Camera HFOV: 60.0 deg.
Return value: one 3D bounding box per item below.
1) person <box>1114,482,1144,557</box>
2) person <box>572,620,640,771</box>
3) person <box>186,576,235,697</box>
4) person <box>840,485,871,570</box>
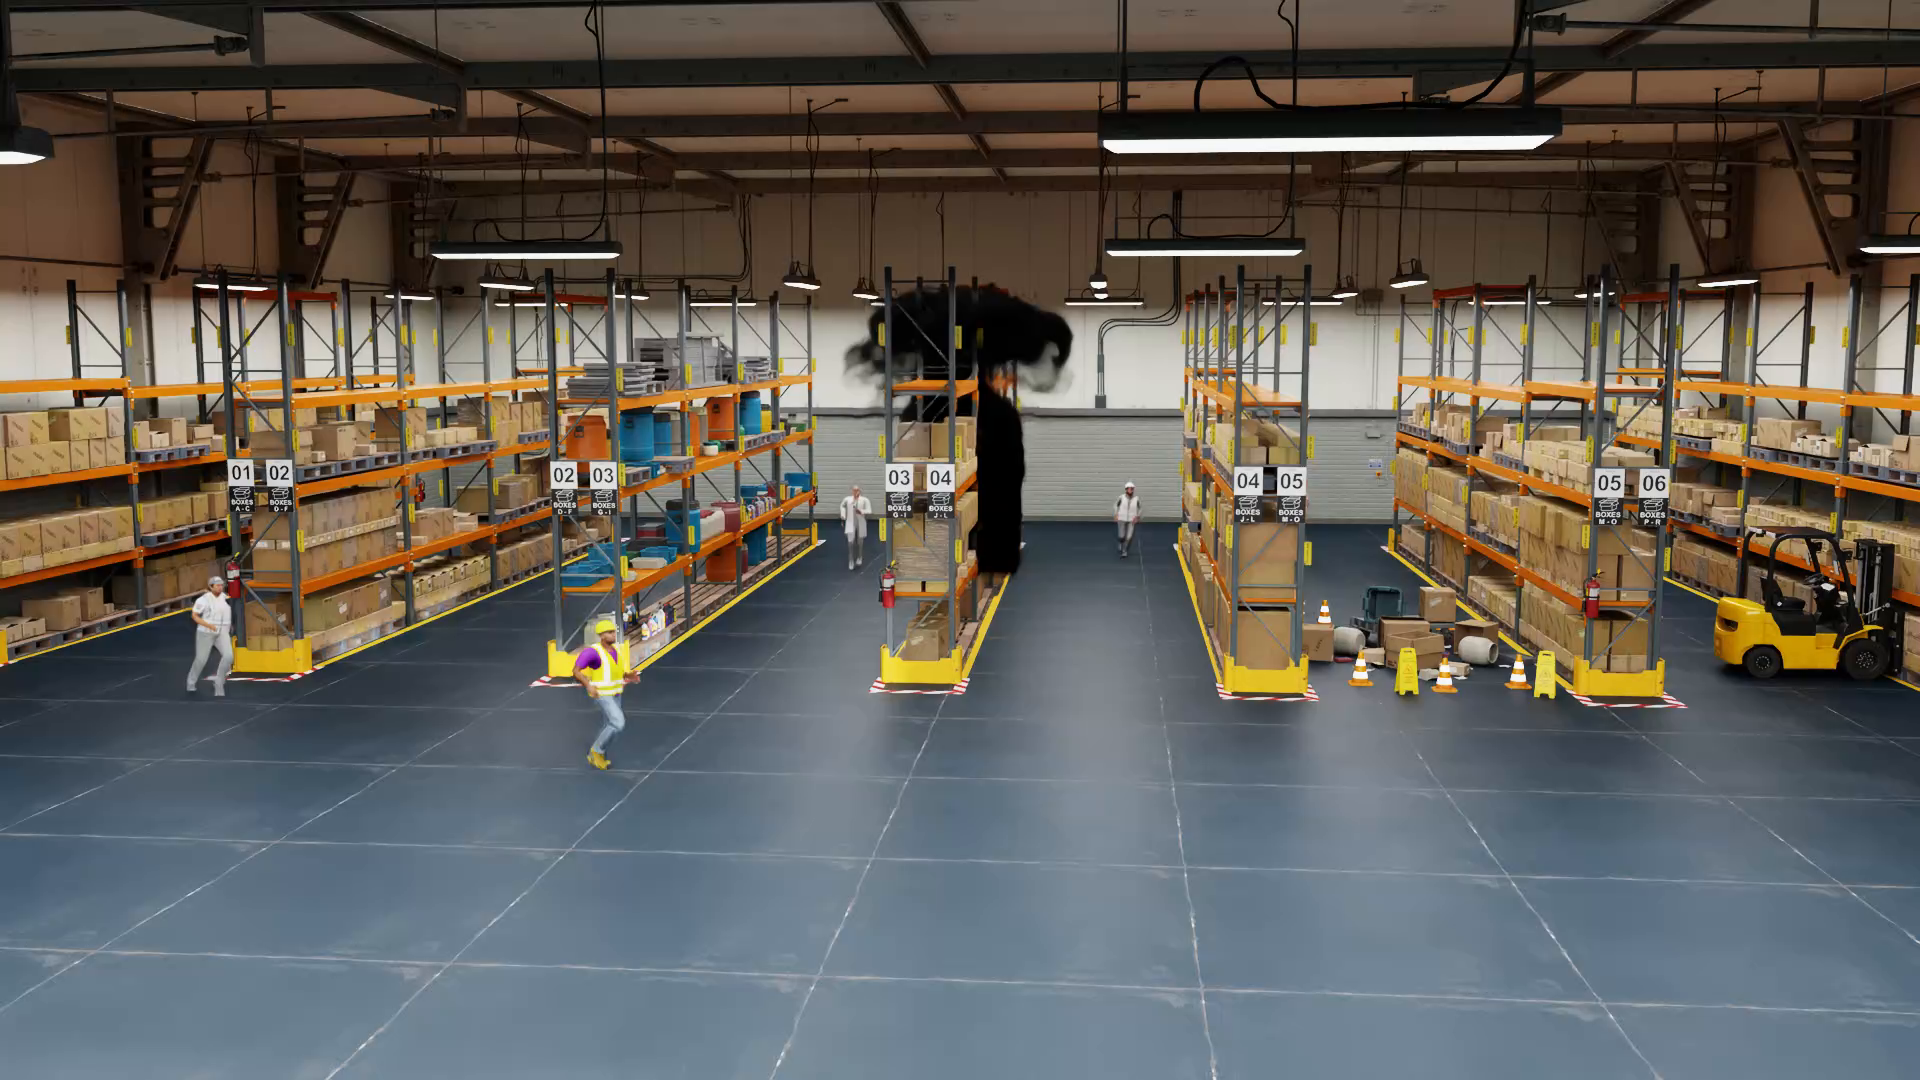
[{"bbox_3d":[3.870,-0.471,38.144,0.687,1.722,0.560,1,7,6],"label":"person"},{"bbox_3d":[-4.069,1.797,19.296,0.654,1.742,0.675,3,8,23],"label":"person"},{"bbox_3d":[-10.556,1.355,23.521,0.694,1.686,0.688,5,9,37],"label":"person"},{"bbox_3d":[-2.269,-0.239,36.242,0.672,1.777,0.836,0,7,-4],"label":"person"}]
